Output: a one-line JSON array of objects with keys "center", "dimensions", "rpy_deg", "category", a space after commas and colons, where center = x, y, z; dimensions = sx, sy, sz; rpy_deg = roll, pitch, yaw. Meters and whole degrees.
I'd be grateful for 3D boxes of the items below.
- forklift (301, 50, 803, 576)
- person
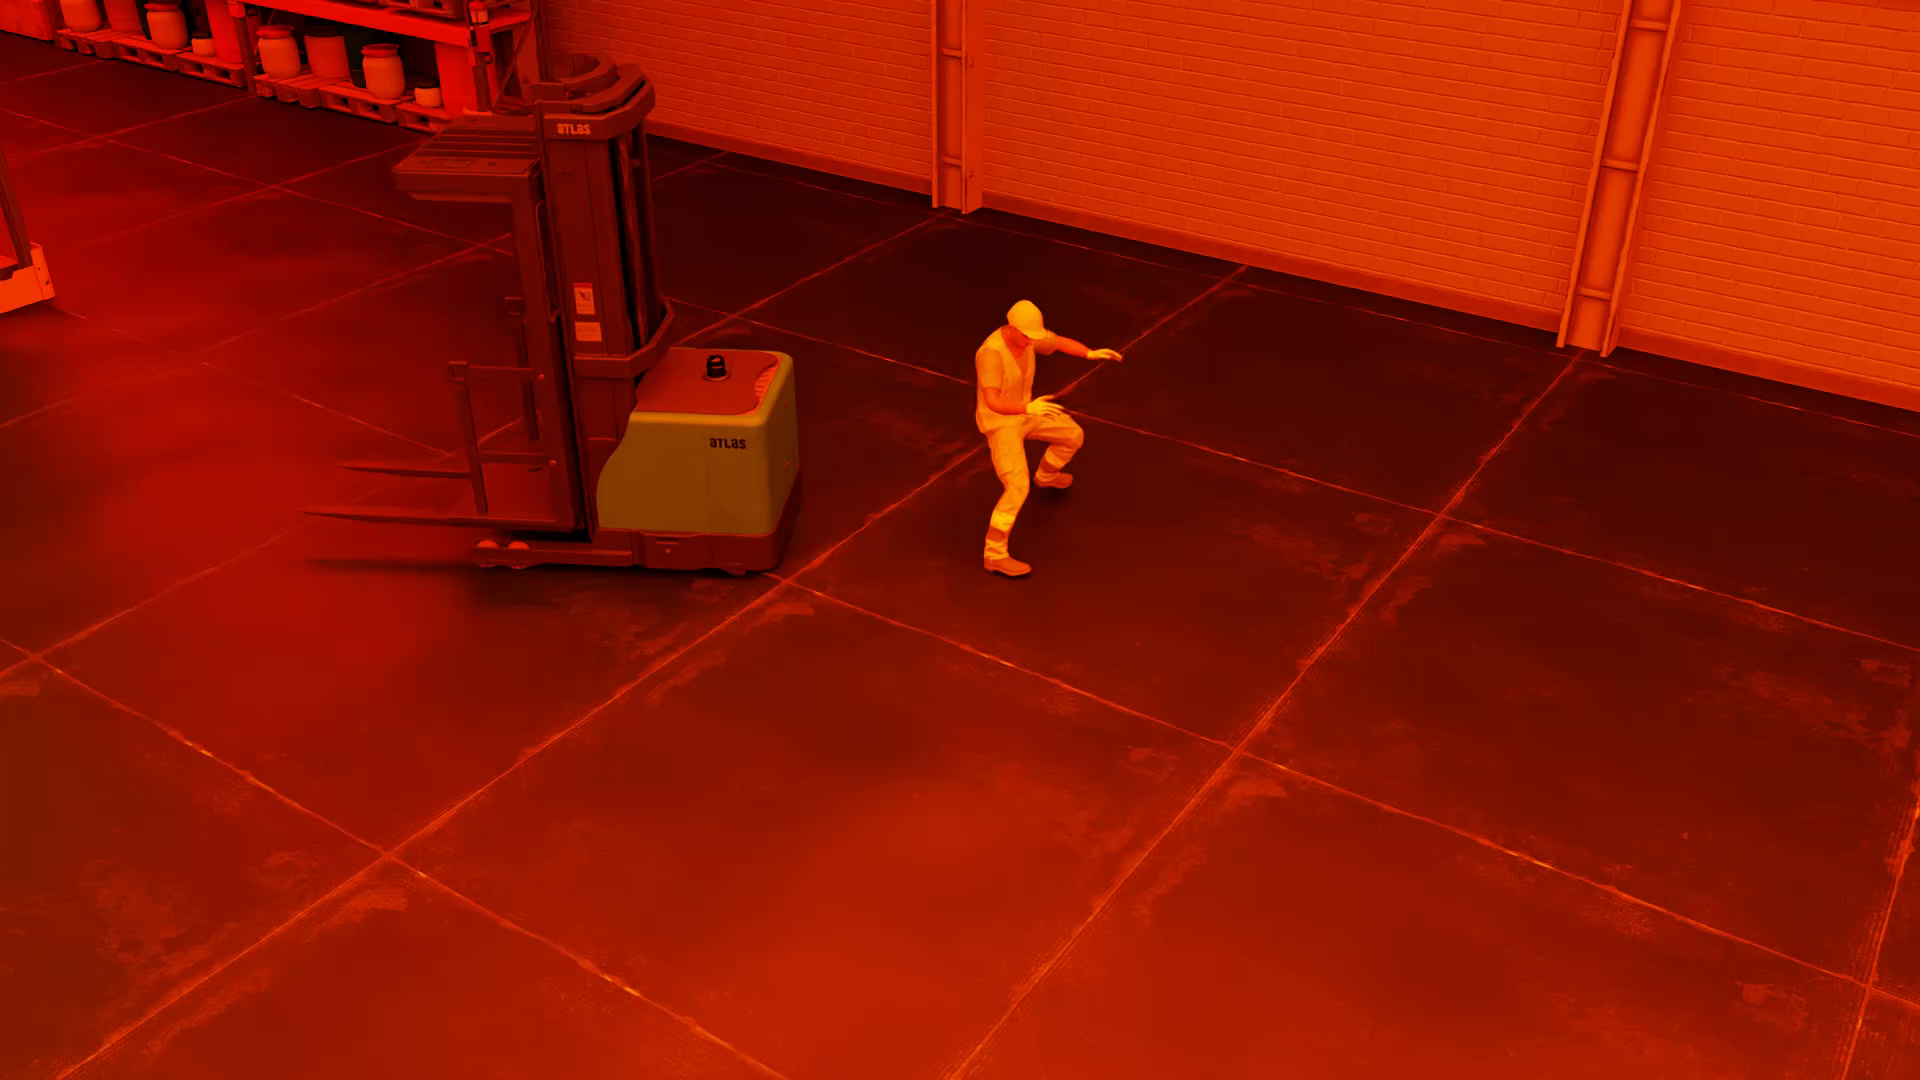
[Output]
[{"center": [-2.573, -1.349, 9.904], "dimensions": [3.031, 2.935, 1.130], "rpy_deg": [3, 30, 5], "category": "forklift"}, {"center": [0.461, -0.752, 10.254], "dimensions": [0.692, 1.548, 1.229], "rpy_deg": [22, 36, 32], "category": "person"}]
